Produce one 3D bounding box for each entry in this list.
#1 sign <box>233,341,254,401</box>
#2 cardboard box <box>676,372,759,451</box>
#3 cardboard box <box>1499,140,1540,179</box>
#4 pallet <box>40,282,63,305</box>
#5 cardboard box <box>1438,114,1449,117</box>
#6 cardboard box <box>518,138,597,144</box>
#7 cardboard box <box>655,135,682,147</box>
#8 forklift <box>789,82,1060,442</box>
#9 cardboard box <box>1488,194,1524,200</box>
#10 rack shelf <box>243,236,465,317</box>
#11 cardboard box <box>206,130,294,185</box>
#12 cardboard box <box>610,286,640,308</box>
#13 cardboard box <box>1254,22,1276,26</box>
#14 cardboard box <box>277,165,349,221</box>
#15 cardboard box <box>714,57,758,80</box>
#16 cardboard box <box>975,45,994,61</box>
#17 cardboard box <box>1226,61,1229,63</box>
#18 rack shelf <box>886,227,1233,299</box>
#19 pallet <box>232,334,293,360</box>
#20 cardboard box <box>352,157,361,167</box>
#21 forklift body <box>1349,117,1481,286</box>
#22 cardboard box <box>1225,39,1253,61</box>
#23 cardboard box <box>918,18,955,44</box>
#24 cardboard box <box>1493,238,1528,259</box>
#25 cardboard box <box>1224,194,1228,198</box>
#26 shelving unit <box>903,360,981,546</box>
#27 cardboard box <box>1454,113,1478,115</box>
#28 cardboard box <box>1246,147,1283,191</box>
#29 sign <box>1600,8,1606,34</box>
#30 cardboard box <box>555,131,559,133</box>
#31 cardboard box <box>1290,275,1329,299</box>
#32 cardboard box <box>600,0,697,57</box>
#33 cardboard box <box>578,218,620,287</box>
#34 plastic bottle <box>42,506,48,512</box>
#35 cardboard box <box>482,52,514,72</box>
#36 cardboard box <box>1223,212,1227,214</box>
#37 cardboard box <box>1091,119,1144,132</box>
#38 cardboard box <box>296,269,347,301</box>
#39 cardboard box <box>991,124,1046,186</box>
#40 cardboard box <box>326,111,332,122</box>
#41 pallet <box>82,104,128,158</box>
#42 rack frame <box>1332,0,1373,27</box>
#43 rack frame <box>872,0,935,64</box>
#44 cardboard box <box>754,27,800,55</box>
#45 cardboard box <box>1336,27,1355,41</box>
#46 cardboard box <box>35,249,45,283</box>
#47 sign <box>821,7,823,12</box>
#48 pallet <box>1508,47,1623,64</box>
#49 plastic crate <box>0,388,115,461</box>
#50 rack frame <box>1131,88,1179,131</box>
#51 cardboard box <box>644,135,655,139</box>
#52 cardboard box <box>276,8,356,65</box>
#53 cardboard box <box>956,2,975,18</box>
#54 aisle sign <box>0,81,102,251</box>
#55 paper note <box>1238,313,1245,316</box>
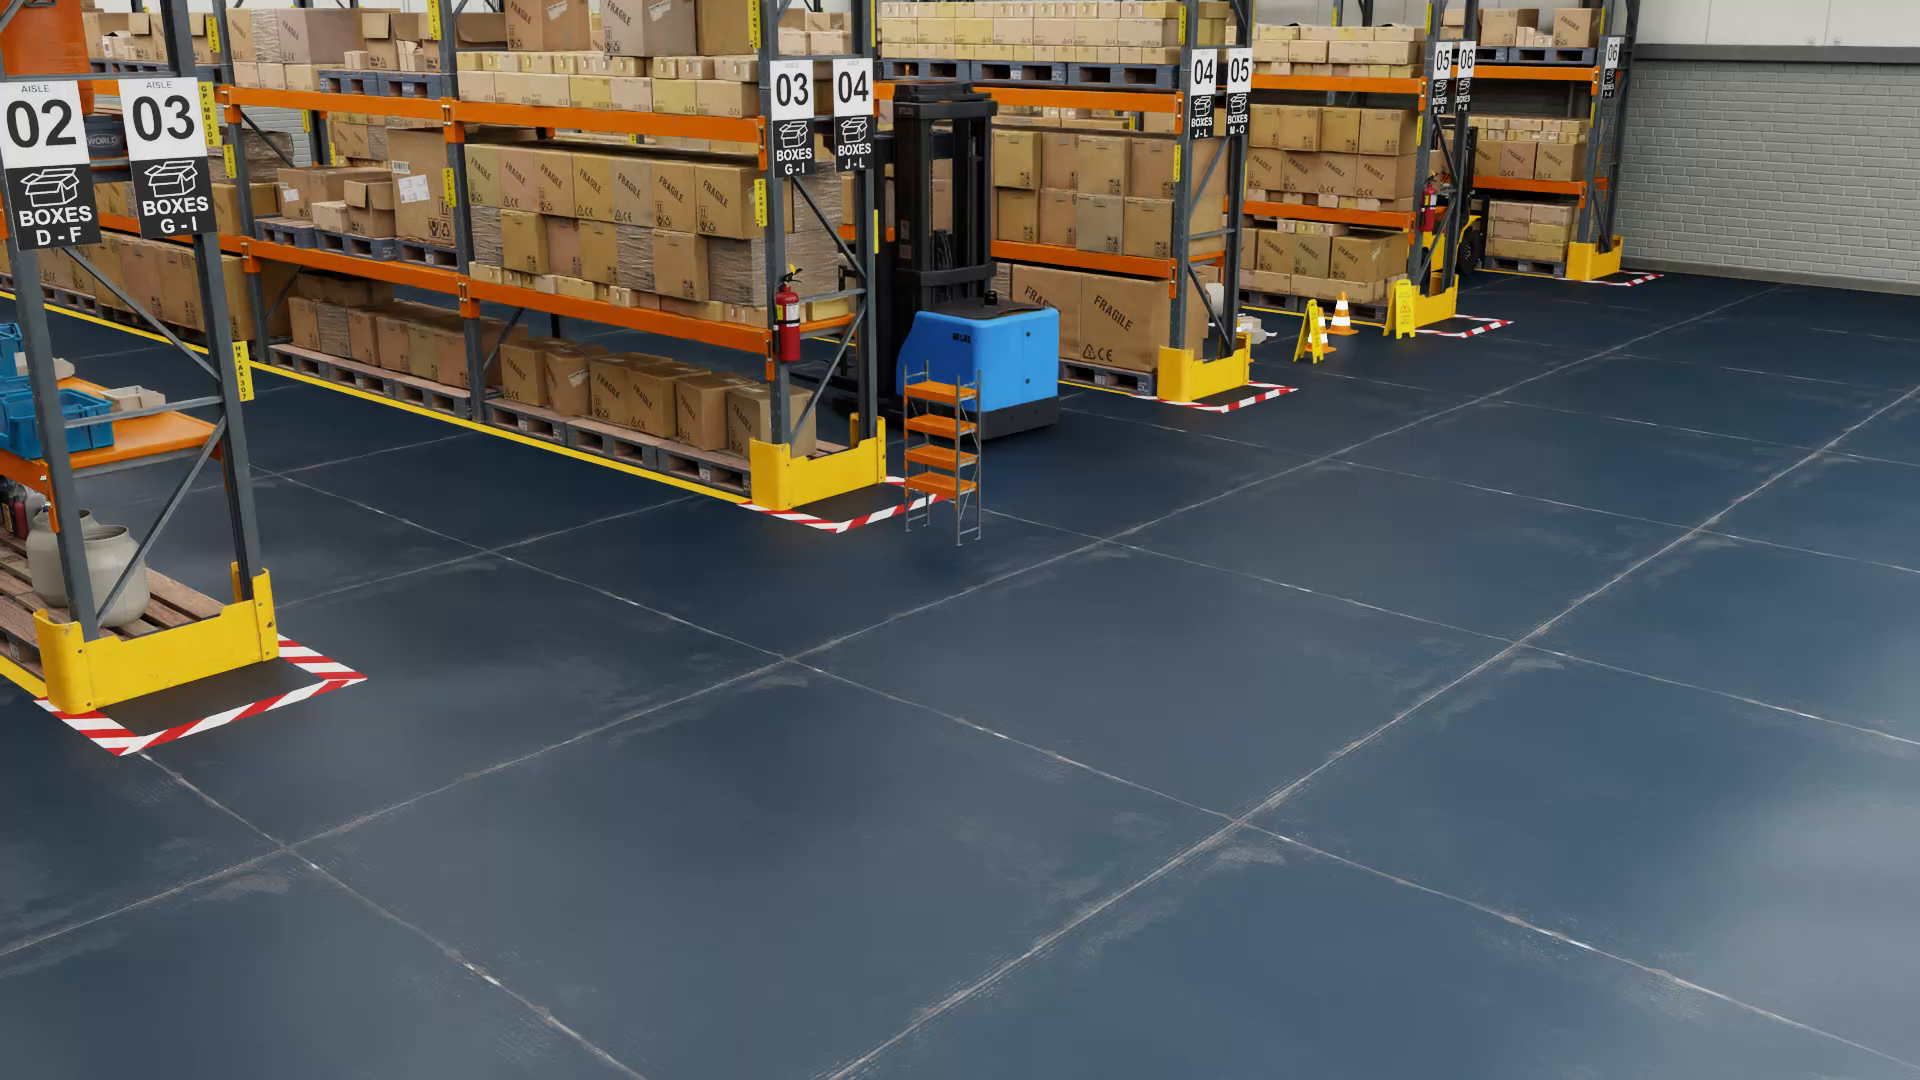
[{"bbox_3d":[-3.935,-0.922,9.102,0.005,0.325,0.100,15,23,39],"label":"sign"},{"bbox_3d":[-1.941,-1.038,13.361,0.500,0.500,0.500,-11,21,-31],"label":"cardboard box"},{"bbox_3d":[7.930,-5.347,23.335,0.500,0.500,0.500,16,24,41],"label":"cardboard box"},{"bbox_3d":[-11.424,-3.283,21.608,1.213,0.211,1.003,15,23,39],"label":"pallet"},{"bbox_3d":[6.920,-6.083,24.092,0.250,0.149,0.380,15,23,39],"label":"cardboard box"},{"bbox_3d":[-3.488,-3.229,14.516,0.500,0.500,0.500,15,23,39],"label":"cardboard box"},{"bbox_3d":[-3.302,-4.927,20.361,0.500,0.500,0.700,15,23,39],"label":"cardboard box"},{"bbox_3d":[-0.514,-2.595,14.944,1.130,2.935,3.031,-16,24,-42],"label":"forklift"},{"bbox_3d":[7.878,-4.861,24.169,0.500,0.250,0.500,15,23,39],"label":"cardboard box"},{"bbox_3d":[-5.503,-2.649,16.190,4.000,0.370,1.077,15,23,39],"label":"rack shelf"},{"bbox_3d":[-7.535,-4.070,17.654,0.637,0.503,0.797,16,24,41],"label":"cardboard box"},{"bbox_3d":[-2.557,-1.956,13.230,0.250,0.149,0.380,15,23,39],"label":"cardboard box"},{"bbox_3d":[4.585,-7.836,25.673,0.500,0.311,0.500,14,22,37],"label":"cardboard box"},{"bbox_3d":[-6.569,-3.542,16.955,0.500,0.500,0.500,12,21,33],"label":"cardboard box"},{"bbox_3d":[-1.547,-3.400,11.995,0.250,0.149,0.380,14,22,38],"label":"cardboard box"},{"bbox_3d":[0.361,-4.845,16.517,0.250,0.149,0.380,15,23,39],"label":"cardboard box"},{"bbox_3d":[3.412,-5.819,20.446,0.250,0.149,0.380,14,22,38],"label":"cardboard box"},{"bbox_3d":[0.857,-2.948,17.131,4.000,0.370,1.077,15,23,39],"label":"rack shelf"},{"bbox_3d":[-7.539,-2.240,18.321,1.213,0.211,1.003,15,23,39],"label":"pallet"},{"bbox_3d":[-8.921,-5.714,25.073,0.250,0.149,0.380,16,24,42],"label":"cardboard box"},{"bbox_3d":[6.225,-4.717,22.919,1.214,2.155,2.313,15,23,39],"label":"forklift body"},{"bbox_3d":[3.476,-5.978,20.285,0.500,0.250,0.500,15,23,40],"label":"cardboard box"},{"bbox_3d":[-0.081,-5.178,16.906,0.500,0.250,0.500,15,23,39],"label":"cardboard box"},{"bbox_3d":[7.928,-4.168,23.637,0.500,0.250,0.500,15,23,39],"label":"cardboard box"},{"bbox_3d":[3.418,-4.388,20.894,0.250,0.149,0.380,15,23,39],"label":"cardboard box"},{"bbox_3d":[-0.124,-0.605,11.535,0.503,1.200,0.258,15,23,39],"label":"shelving unit"},{"bbox_3d":[7.407,-6.137,24.261,0.250,0.149,0.380,16,24,41],"label":"cardboard box"},{"bbox_3d":[3.864,-4.575,20.410,0.500,0.500,0.500,15,23,40],"label":"cardboard box"},{"bbox_3d":[8.484,-6.847,21.937,0.005,0.325,0.100,15,23,39],"label":"sign"},{"bbox_3d":[-5.603,-5.468,22.619,0.250,0.149,0.380,15,23,39],"label":"cardboard box"},{"bbox_3d":[4.397,-3.126,20.355,0.500,0.250,0.500,15,23,39],"label":"cardboard box"},{"bbox_3d":[-2.343,-3.899,12.496,0.500,0.500,0.500,15,23,39],"label":"cardboard box"},{"bbox_3d":[-2.574,-2.380,13.495,0.500,0.500,0.875,15,23,39],"label":"cardboard box"},{"bbox_3d":[-5.935,-0.140,10.878,0.097,0.271,0.097,0,18,0],"label":"plastic bottle"},{"bbox_3d":[-3.724,-3.966,13.779,0.250,0.149,0.380,14,22,37],"label":"cardboard box"},{"bbox_3d":[3.272,-4.068,21.010,0.250,0.149,0.380,16,24,41],"label":"cardboard box"},{"bbox_3d":[2.073,-5.263,21.886,0.500,0.500,0.500,15,23,38],"label":"cardboard box"},{"bbox_3d":[-6.478,-2.642,17.142,0.500,0.250,0.500,16,24,41],"label":"cardboard box"},{"bbox_3d":[0.415,-3.973,17.139,0.550,0.550,0.875,15,23,39],"label":"cardboard box"},{"bbox_3d":[-9.455,-6.618,25.195,0.500,0.500,0.500,15,23,39],"label":"cardboard box"},{"bbox_3d":[-4.857,-2.195,8.922,1.213,0.211,1.003,15,23,39],"label":"pallet"},{"bbox_3d":[5.863,-8.816,24.514,0.127,3.000,1.000,15,23,39],"label":"rack frame"},{"bbox_3d":[-0.639,-6.552,17.380,0.127,3.000,1.000,15,23,39],"label":"rack frame"},{"bbox_3d":[-2.096,-5.630,18.721,0.500,0.311,0.500,14,22,37],"label":"cardboard box"},{"bbox_3d":[4.588,-5.891,19.353,0.250,0.149,0.380,15,23,40],"label":"cardboard box"},{"bbox_3d":[-11.770,-3.894,21.742,0.875,0.875,0.875,15,23,39],"label":"cardboard box"},{"bbox_3d":[-2.729,-10.339,32.809,0.005,0.325,0.100,15,23,39],"label":"sign"},{"bbox_3d":[8.343,-6.689,22.916,1.213,0.211,1.003,15,23,39],"label":"pallet"},{"bbox_3d":[-4.876,-0.629,8.880,0.616,0.251,0.499,15,23,39],"label":"plastic crate"},{"bbox_3d":[2.571,-4.833,21.881,0.127,3.000,1.000,15,23,39],"label":"rack frame"},{"bbox_3d":[-5.085,-6.830,28.009,0.500,0.500,0.500,16,24,41],"label":"cardboard box"},{"bbox_3d":[-6.060,-4.755,15.685,0.500,0.500,0.500,14,22,38],"label":"cardboard box"},{"bbox_3d":[0.171,-5.276,16.557,0.250,0.149,0.380,15,23,40],"label":"cardboard box"},{"bbox_3d":[-4.446,-1.824,8.104,0.004,0.787,0.394,15,23,39],"label":"aisle sign"},{"bbox_3d":[3.380,-2.741,20.199,0.148,0.019,0.142,7,19,21],"label":"paper note"}]
